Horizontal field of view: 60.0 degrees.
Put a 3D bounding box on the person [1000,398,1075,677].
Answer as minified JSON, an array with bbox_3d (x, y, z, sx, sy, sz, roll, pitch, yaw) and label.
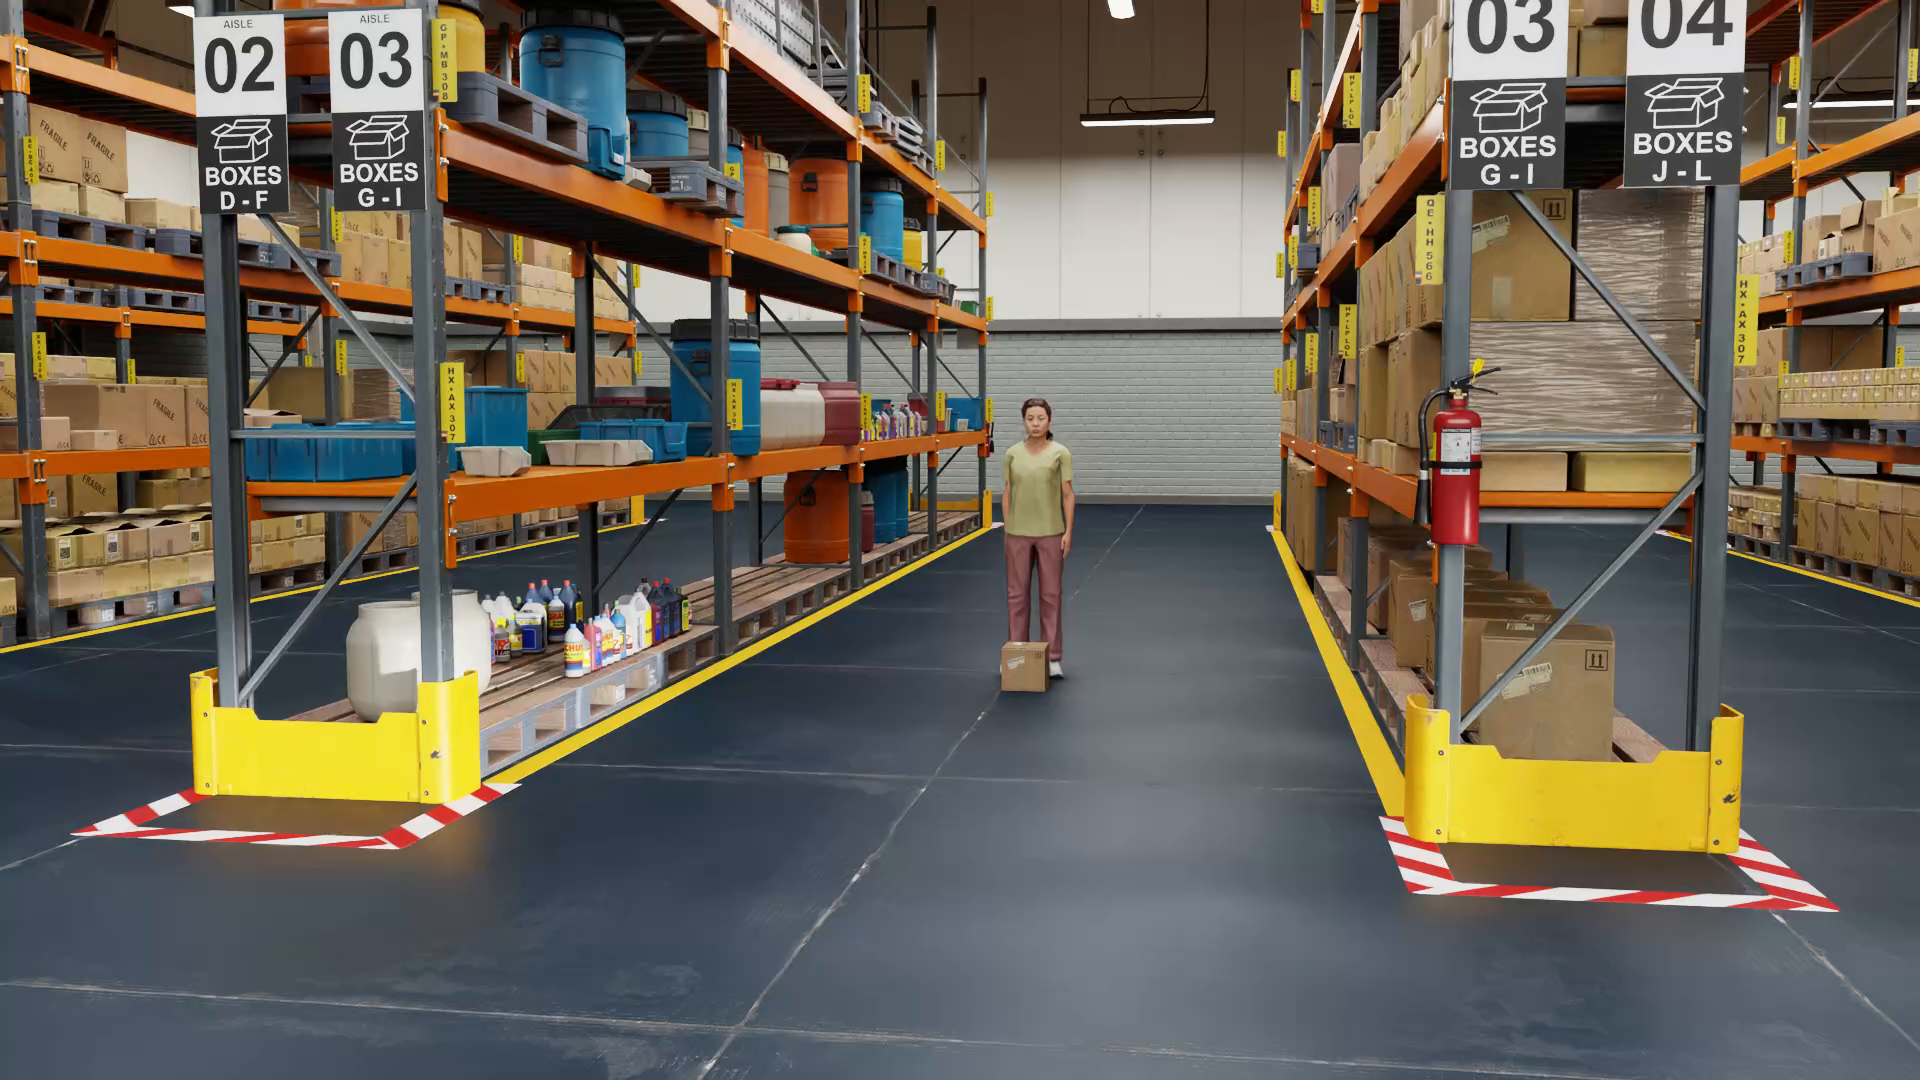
[{"bbox_3d":[0.467,-0.021,10.052,0.447,1.674,0.351,1,5,10],"label":"person"}]
